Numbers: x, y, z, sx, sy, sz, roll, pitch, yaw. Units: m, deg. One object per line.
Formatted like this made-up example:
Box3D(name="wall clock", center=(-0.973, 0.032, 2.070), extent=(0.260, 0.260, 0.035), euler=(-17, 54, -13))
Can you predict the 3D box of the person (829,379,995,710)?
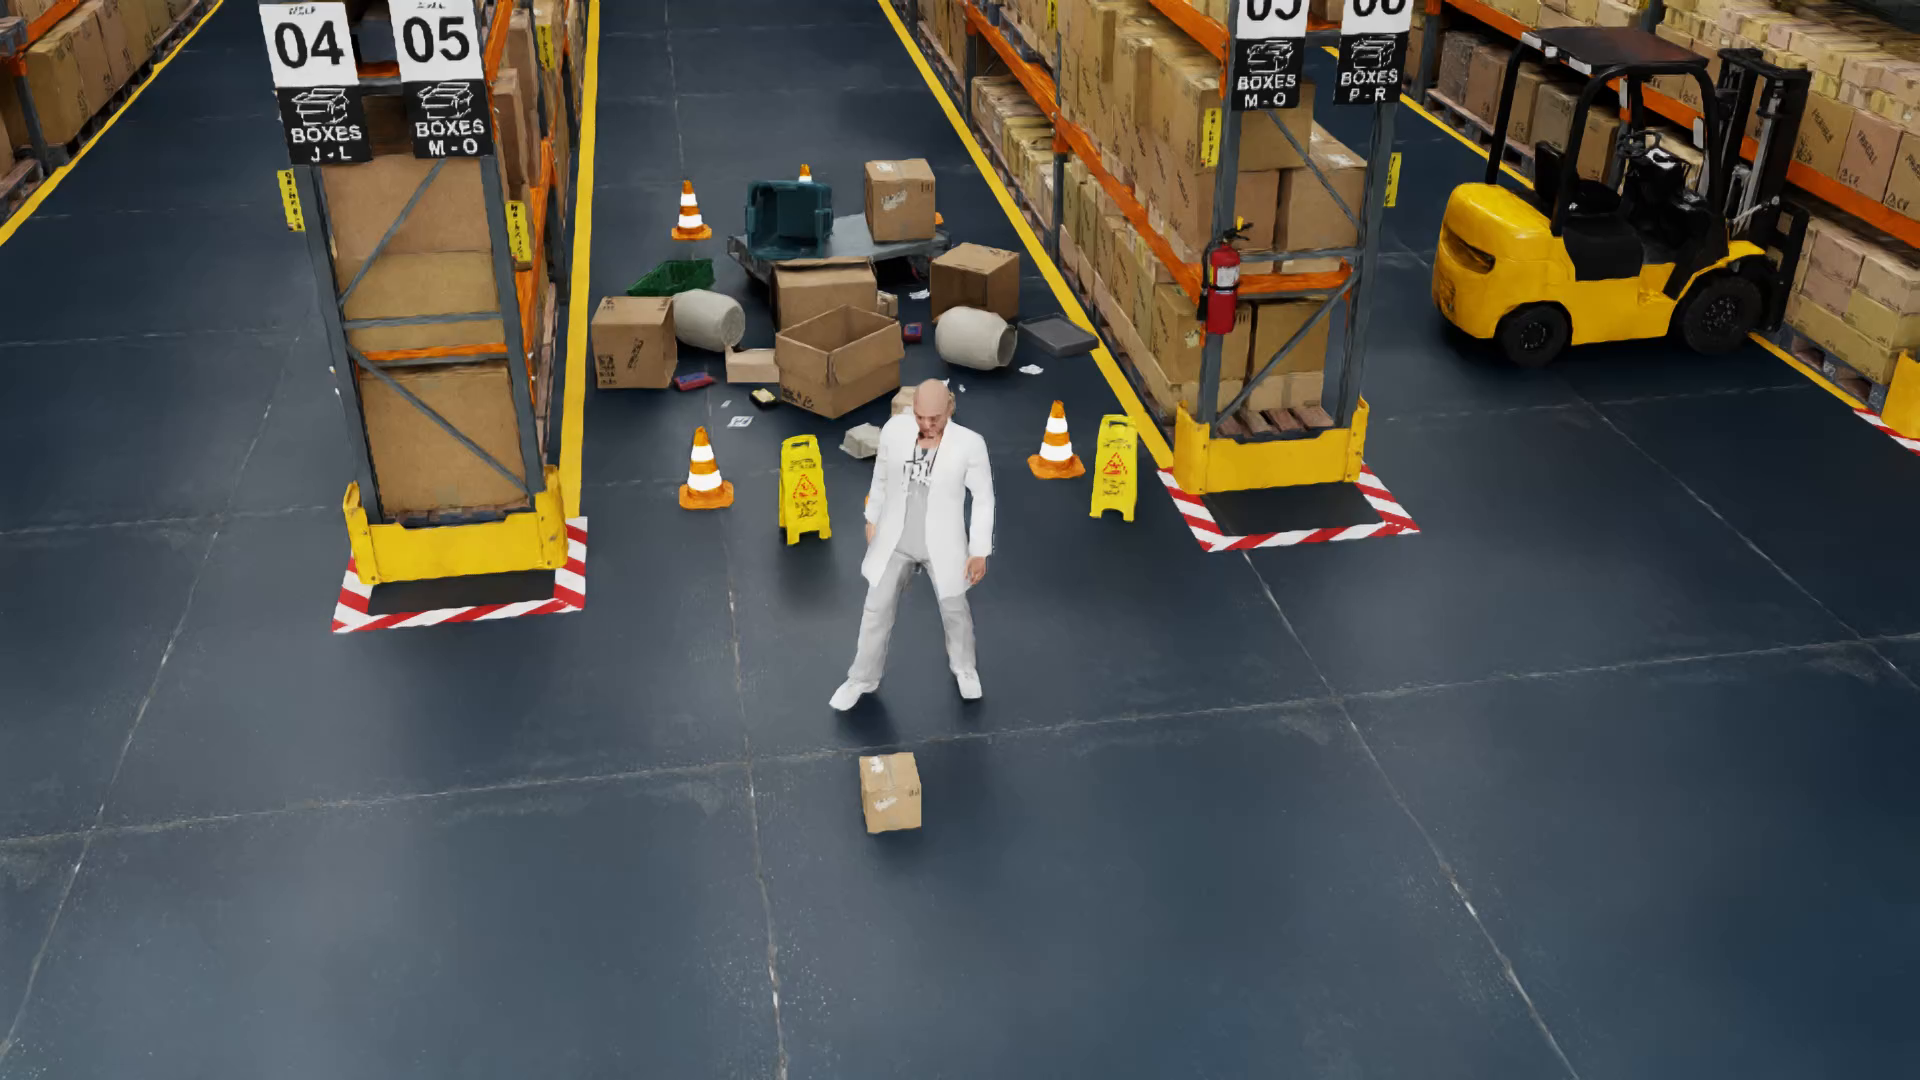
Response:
Box3D(name="person", center=(-0.212, 0.025, 8.074), extent=(0.755, 1.767, 0.674), euler=(9, 31, 14))
